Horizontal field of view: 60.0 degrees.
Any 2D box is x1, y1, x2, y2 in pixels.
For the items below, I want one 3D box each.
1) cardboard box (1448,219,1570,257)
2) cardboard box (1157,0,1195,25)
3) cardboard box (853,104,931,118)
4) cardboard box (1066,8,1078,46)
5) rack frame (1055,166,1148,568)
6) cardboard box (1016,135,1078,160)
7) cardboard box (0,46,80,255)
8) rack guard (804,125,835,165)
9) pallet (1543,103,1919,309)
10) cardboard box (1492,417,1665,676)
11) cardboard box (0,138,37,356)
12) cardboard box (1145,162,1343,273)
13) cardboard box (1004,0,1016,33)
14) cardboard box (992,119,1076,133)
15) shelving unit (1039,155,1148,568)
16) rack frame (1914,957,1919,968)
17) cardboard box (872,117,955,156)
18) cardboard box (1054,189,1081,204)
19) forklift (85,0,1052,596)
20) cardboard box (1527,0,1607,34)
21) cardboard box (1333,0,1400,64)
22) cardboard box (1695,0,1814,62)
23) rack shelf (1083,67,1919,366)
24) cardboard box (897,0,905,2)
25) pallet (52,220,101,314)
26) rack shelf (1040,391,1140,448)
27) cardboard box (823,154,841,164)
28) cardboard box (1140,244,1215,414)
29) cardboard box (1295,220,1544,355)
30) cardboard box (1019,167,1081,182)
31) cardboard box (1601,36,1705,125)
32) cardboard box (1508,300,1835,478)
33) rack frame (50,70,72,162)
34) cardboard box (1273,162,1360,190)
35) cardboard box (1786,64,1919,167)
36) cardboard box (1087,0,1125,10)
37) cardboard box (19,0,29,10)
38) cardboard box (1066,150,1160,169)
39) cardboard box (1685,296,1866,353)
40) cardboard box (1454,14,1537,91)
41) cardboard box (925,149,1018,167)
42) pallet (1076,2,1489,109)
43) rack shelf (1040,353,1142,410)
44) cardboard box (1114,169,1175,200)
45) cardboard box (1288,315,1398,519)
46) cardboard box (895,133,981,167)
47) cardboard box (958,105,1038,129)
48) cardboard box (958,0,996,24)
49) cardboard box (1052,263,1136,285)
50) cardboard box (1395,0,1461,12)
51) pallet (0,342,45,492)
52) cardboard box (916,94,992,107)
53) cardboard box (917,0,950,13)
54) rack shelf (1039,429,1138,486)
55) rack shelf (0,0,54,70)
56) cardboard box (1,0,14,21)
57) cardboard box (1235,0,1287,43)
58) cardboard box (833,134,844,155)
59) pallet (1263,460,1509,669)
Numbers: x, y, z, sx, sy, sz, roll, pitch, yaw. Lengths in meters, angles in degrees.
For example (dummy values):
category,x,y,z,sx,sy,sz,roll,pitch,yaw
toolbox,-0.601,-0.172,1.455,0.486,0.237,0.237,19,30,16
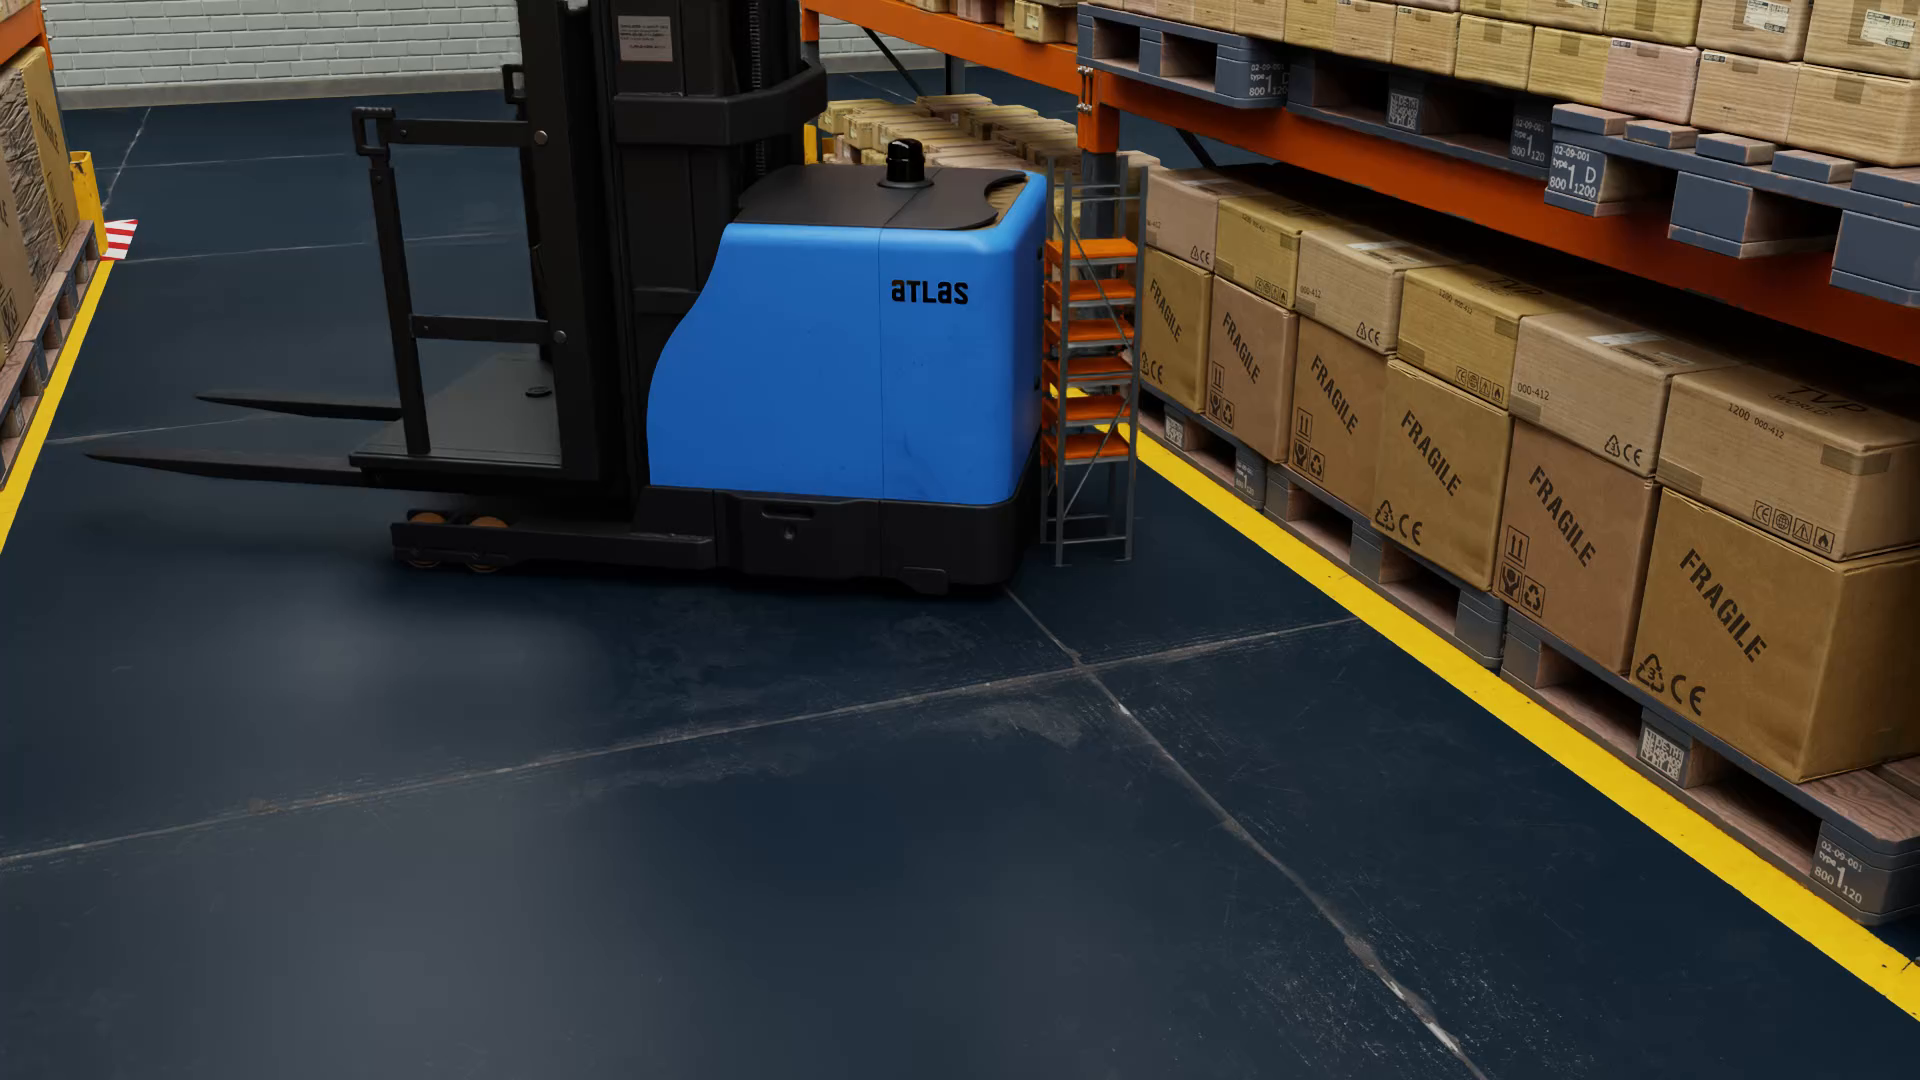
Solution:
category,x,y,z,sx,sy,sz,roll,pitch,yaw
cardboard box,1.823,-0.819,5.044,0.500,0.250,0.500,-9,25,-21
cardboard box,0.851,-1.727,5.268,0.380,0.149,0.250,-8,24,-19
cardboard box,-0.382,-2.334,9.288,0.380,0.149,0.250,-8,24,-18
cardboard box,0.634,-2.003,6.463,0.380,0.149,0.250,-9,24,-20
rack frame,0.407,-0.478,4.840,0.240,1.200,0.006,-5,23,-11
cardboard box,0.498,-1.926,8.321,0.380,0.149,0.250,-8,24,-19
cardboard box,-4.834,-1.849,7.971,0.875,0.875,0.875,-8,24,-19
rack guard,-0.432,-2.321,10.113,1.175,0.500,0.348,-8,24,-19
pallet,2.016,-0.749,3.413,1.213,0.211,1.003,-8,24,-19
cardboard box,1.710,-0.028,4.131,0.500,0.500,0.500,-7,24,-17
cardboard box,-4.198,-1.195,6.419,0.875,0.875,0.875,-8,24,-19
cardboard box,0.968,-1.129,5.780,0.500,0.250,0.500,-9,25,-21
cardboard box,0.403,-2.187,6.900,0.380,0.149,0.250,-7,24,-17
cardboard box,0.390,-2.128,8.801,0.380,0.149,0.250,-7,24,-17
shelving unit,0.387,-0.513,4.922,0.258,1.200,0.189,-5,23,-11
rack frame,2.367,-0.593,2.796,1.000,3.000,0.127,-8,24,-19
cardboard box,-0.248,-2.146,8.843,0.380,0.149,0.250,-10,25,-22
cardboard box,0.457,-1.382,7.030,0.380,0.149,0.250,-8,24,-18
forklift,-1.260,-1.448,4.913,3.031,2.935,1.130,4,23,9
cardboard box,1.487,-1.208,3.655,0.380,0.149,0.250,-8,24,-19
cardboard box,1.215,-1.353,4.380,0.380,0.149,0.250,-10,25,-21
cardboard box,1.671,-1.022,3.213,0.380,0.149,0.250,-7,24,-17
rack shelf,1.661,-0.989,4.660,1.077,0.370,4.000,-8,24,-19
cardboard box,-0.124,-2.759,8.258,0.380,0.149,0.250,-9,24,-20
pallet,-4.779,-1.292,8.043,1.003,0.211,1.213,-8,24,-19
rack shelf,0.387,-0.362,4.986,0.258,0.103,0.180,-5,23,-11
cardboard box,-0.573,-2.146,9.609,0.380,0.149,0.250,-8,24,-18
cardboard box,0.967,-0.784,5.925,0.500,0.500,0.500,-7,24,-17
cardboard box,1.334,-0.750,4.880,0.500,0.250,0.500,-7,24,-17
cardboard box,0.344,-1.576,7.492,0.380,0.149,0.250,-8,24,-17
cardboard box,1.586,-0.971,3.475,0.380,0.149,0.250,-8,24,-18
cardboard box,1.692,-0.375,3.990,0.500,0.250,0.500,-8,24,-18
rack frame,-5.135,-2.856,8.165,1.000,3.000,0.127,-8,24,-19
cardboard box,1.454,-1.198,5.943,0.500,0.250,0.500,-9,24,-20
cardboard box,1.763,-0.787,3.039,0.380,0.149,0.250,-8,24,-18
cardboard box,0.663,-1.918,5.722,0.380,0.149,0.250,-10,25,-22
cardboard box,-4.608,-2.562,7.791,0.380,0.149,0.250,-8,24,-18
cardboard box,0.722,-1.743,7.888,0.380,0.149,0.250,-8,24,-18
cardboard box,2.171,-0.449,4.165,0.500,0.250,0.500,-9,24,-20
cardboard box,1.404,-1.160,3.923,0.380,0.149,0.250,-9,25,-21
cardboard box,0.055,-1.758,7.923,0.380,0.149,0.250,-9,25,-21
pallet,1.088,-1.661,5.575,1.003,0.211,1.213,-8,24,-19
rack shelf,0.387,-0.472,4.940,0.258,0.103,0.180,-5,23,-11
cardboard box,0.849,-1.548,7.424,0.380,0.149,0.250,-9,24,-20
cardboard box,1.353,-0.403,5.022,0.500,0.500,0.500,-8,24,-18
cardboard box,-0.108,-1.942,8.359,0.380,0.149,0.250,-8,24,-18
cardboard box,0.210,-2.321,9.258,0.380,0.149,0.250,-9,24,-20
cardboard box,0.211,-2.378,7.354,0.380,0.149,0.250,-9,25,-21
cardboard box,0.545,-1.135,6.827,0.380,0.149,0.250,-8,24,-18
cardboard box,1.309,-1.394,4.094,0.380,0.149,0.250,-8,24,-18
pallet,-3.917,-0.405,5.939,1.003,0.211,1.213,-8,24,-19
cardboard box,-0.035,-2.497,9.675,0.380,0.149,0.250,-8,24,-18
cardboard box,0.015,-2.561,7.788,0.380,0.149,0.250,-8,24,-18
rack shelf,0.387,-0.251,5.033,0.258,0.103,0.180,-5,23,-11
rack shelf,-4.428,-1.798,6.581,1.077,0.370,4.000,-8,24,-19
cardboard box,-4.432,-2.380,7.357,0.380,0.149,0.250,-8,24,-18
cardboard box,1.029,-1.543,4.832,0.380,0.149,0.250,-9,25,-21
cardboard box,-0.514,-2.292,9.572,0.380,0.149,0.250,-7,24,-17
pallet,1.665,-0.035,5.062,1.003,0.211,1.213,-8,24,-19
